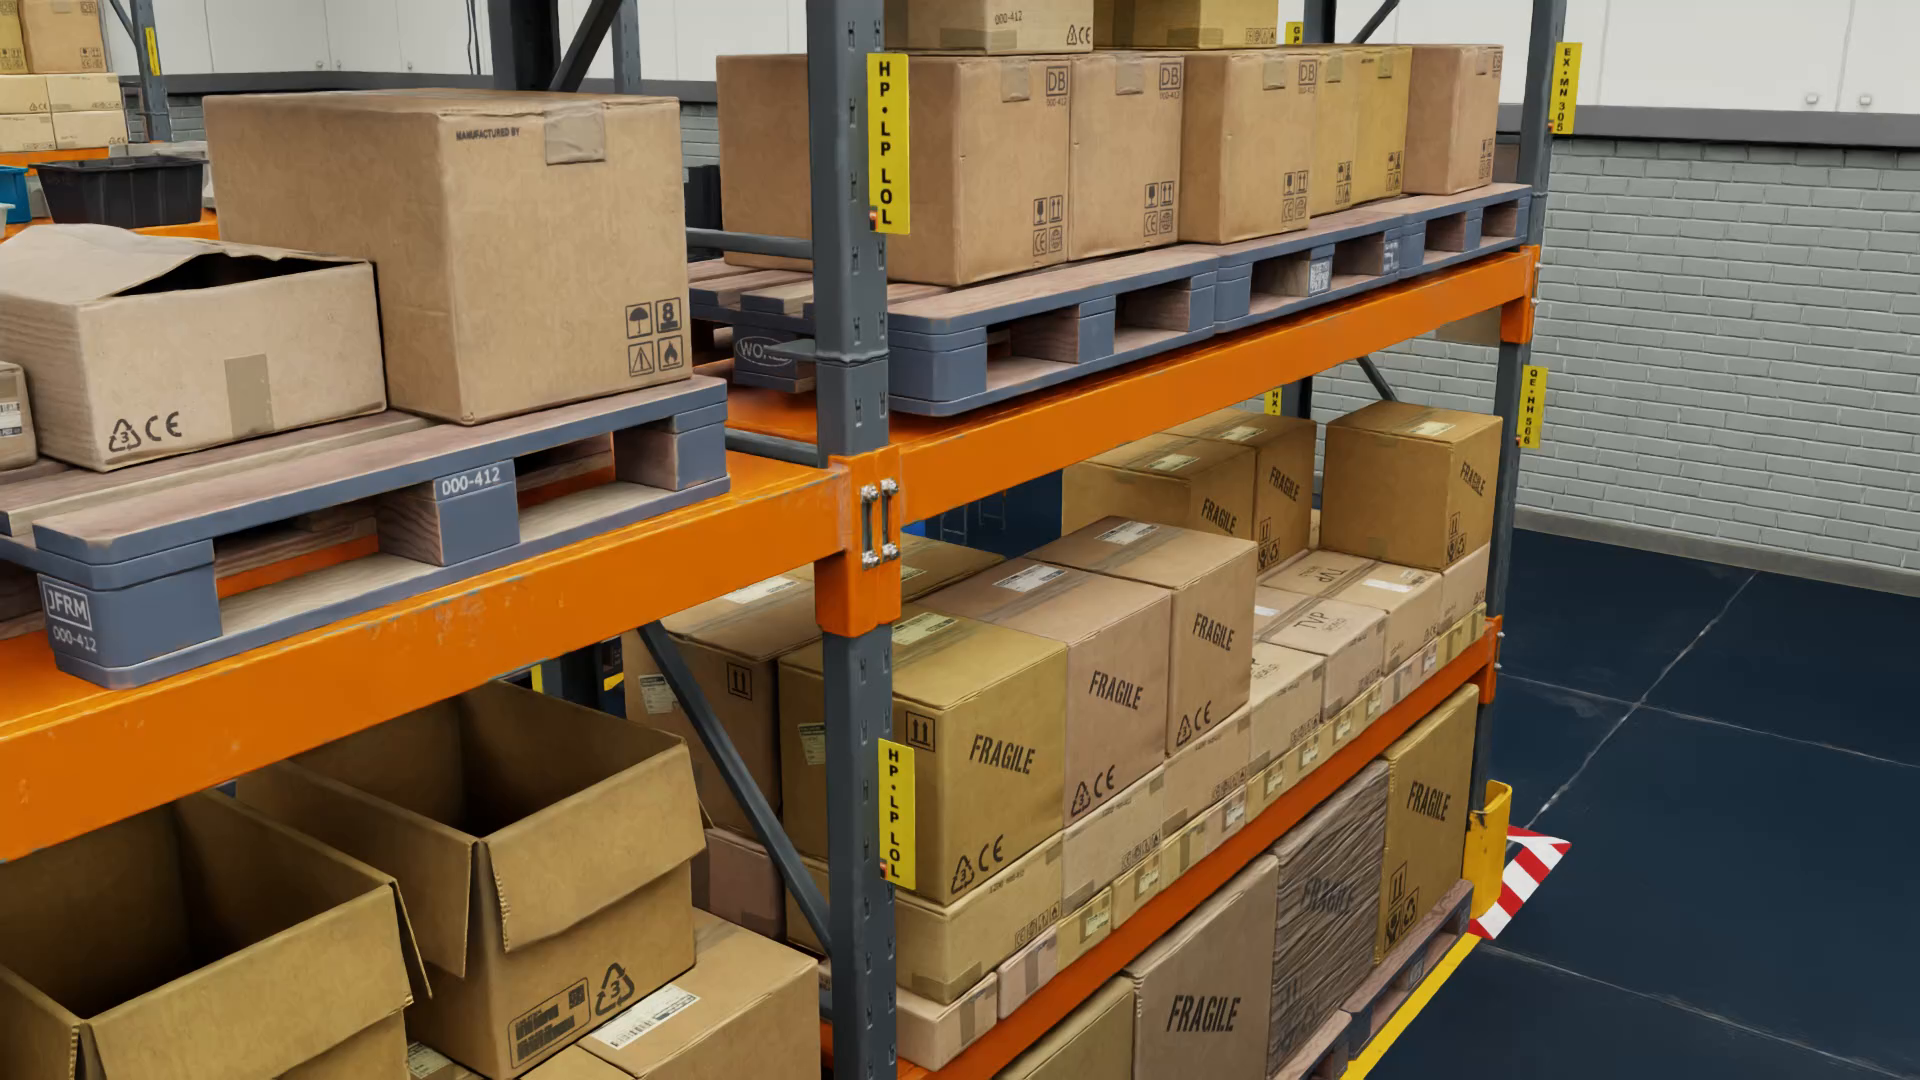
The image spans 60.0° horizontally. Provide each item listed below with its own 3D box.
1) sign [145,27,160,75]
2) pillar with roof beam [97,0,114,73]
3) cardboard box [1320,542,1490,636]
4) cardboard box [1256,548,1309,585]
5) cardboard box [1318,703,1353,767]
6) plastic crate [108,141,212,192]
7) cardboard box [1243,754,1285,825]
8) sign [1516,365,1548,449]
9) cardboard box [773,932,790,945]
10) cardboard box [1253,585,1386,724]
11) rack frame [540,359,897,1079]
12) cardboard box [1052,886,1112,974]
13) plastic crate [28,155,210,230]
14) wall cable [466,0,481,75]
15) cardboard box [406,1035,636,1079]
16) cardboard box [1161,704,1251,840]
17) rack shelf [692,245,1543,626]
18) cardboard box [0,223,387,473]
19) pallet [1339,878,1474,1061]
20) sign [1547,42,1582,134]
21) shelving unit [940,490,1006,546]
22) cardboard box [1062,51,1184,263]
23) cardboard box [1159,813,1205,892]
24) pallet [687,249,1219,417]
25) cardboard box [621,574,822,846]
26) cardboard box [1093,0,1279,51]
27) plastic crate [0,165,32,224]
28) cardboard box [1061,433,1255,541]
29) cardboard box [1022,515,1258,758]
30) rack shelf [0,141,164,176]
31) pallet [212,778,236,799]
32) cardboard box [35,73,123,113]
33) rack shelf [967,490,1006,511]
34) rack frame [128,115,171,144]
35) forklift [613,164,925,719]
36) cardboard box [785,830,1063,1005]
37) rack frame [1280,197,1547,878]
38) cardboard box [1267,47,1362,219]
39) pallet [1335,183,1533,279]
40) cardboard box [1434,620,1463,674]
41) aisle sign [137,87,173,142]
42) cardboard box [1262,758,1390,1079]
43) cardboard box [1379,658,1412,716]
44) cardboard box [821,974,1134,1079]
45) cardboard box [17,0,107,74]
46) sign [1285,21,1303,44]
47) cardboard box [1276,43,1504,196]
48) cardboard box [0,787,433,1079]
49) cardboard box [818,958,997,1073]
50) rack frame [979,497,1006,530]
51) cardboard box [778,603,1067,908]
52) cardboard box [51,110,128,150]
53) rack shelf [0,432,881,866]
[{"bbox_3d":[-5.714,-3.457,11.767,0.100,0.325,0.005,12,21,35],"label":"sign"},{"bbox_3d":[-5.757,-5.479,14.714,9.100,9.000,0.400,12,21,35],"label":"pillar with roof beam"},{"bbox_3d":[1.730,0.139,6.490,0.500,0.250,0.500,12,21,34],"label":"cardboard box"},{"bbox_3d":[0.999,0.168,6.396,0.500,0.250,0.500,12,21,34],"label":"cardboard box"},{"bbox_3d":[1.097,0.615,5.628,0.380,0.149,0.250,13,21,35],"label":"cardboard box"},{"bbox_3d":[-3.740,-1.731,7.901,0.437,0.282,0.530,12,21,35],"label":"plastic crate"},{"bbox_3d":[0.794,0.736,5.238,0.380,0.149,0.250,12,21,33],"label":"cardboard box"},{"bbox_3d":[2.234,-0.520,6.508,0.100,0.325,0.005,12,21,35],"label":"sign"},{"bbox_3d":[-0.659,0.989,4.424,0.380,0.149,0.250,13,21,35],"label":"cardboard box"},{"bbox_3d":[1.125,0.381,5.711,0.500,0.250,0.500,12,21,33],"label":"cardboard box"},{"bbox_3d":[-0.577,1.000,3.967,1.000,3.000,0.127,12,21,35],"label":"rack frame"},{"bbox_3d":[0.179,0.983,4.445,0.380,0.149,0.250,13,22,36],"label":"cardboard box"},{"bbox_3d":[-3.595,-1.493,7.156,0.497,0.269,0.590,12,21,35],"label":"plastic crate"},{"bbox_3d":[-6.471,-5.245,19.196,3.097,2.526,0.112,12,21,35],"label":"wall cable"},{"bbox_3d":[-0.937,1.228,3.062,0.500,0.500,0.500,13,22,36],"label":"cardboard box"},{"bbox_3d":[0.517,0.622,4.935,0.500,0.250,0.500,13,22,36],"label":"cardboard box"},{"bbox_3d":[0.614,-0.566,5.162,1.077,0.370,4.000,12,21,35],"label":"rack shelf"},{"bbox_3d":[-1.303,-0.345,2.683,0.500,0.311,0.500,12,21,33],"label":"cardboard box"},{"bbox_3d":[1.392,1.583,6.790,1.003,0.211,1.213,12,21,35],"label":"pallet"},{"bbox_3d":[2.234,-1.671,6.151,0.100,0.325,0.005,12,21,35],"label":"sign"},{"bbox_3d":[0.099,-0.612,12.193,0.258,1.200,0.503,12,21,35],"label":"shelving unit"},{"bbox_3d":[0.165,-1.053,4.474,0.700,0.500,0.500,14,22,37],"label":"cardboard box"},{"bbox_3d":[0.487,0.859,4.844,0.380,0.149,0.250,12,21,34],"label":"cardboard box"},{"bbox_3d":[-0.081,-0.583,4.157,1.003,0.211,1.213,12,21,35],"label":"pallet"},{"bbox_3d":[-0.518,0.414,4.338,0.500,0.500,0.500,13,22,36],"label":"cardboard box"},{"bbox_3d":[0.594,-1.560,4.843,0.500,0.250,0.500,12,21,33],"label":"cardboard box"},{"bbox_3d":[-4.269,-1.501,7.245,0.416,0.233,0.300,12,21,35],"label":"plastic crate"},{"bbox_3d":[0.701,-0.071,5.903,0.500,0.500,0.500,12,21,33],"label":"cardboard box"},{"bbox_3d":[0.519,0.262,4.831,0.500,0.500,0.500,12,21,33],"label":"cardboard box"},{"bbox_3d":[-7.339,-2.317,10.802,1.077,0.370,4.000,12,21,35],"label":"rack shelf"},{"bbox_3d":[-4.148,1.274,7.785,1.003,0.211,1.213,12,21,35],"label":"pallet"},{"bbox_3d":[-6.249,-3.137,11.639,0.500,0.250,0.500,12,21,35],"label":"cardboard box"},{"bbox_3d":[0.099,-0.359,12.272,0.258,0.148,0.480,12,21,35],"label":"rack shelf"},{"bbox_3d":[-6.148,-1.704,12.674,1.000,3.000,0.127,12,21,35],"label":"rack frame"},{"bbox_3d":[-1.136,-0.377,8.516,1.130,2.935,3.031,6,18,17],"label":"forklift"},{"bbox_3d":[-0.087,0.864,4.156,0.500,0.250,0.500,12,21,34],"label":"cardboard box"},{"bbox_3d":[1.806,0.047,7.035,1.000,3.000,0.127,12,21,35],"label":"rack frame"},{"bbox_3d":[0.838,-1.304,5.281,0.700,0.500,0.500,11,20,31],"label":"cardboard box"},{"bbox_3d":[1.372,-1.165,6.028,1.003,0.211,1.213,12,21,35],"label":"pallet"},{"bbox_3d":[1.705,0.372,6.411,0.380,0.149,0.250,13,21,35],"label":"cardboard box"},{"bbox_3d":[-5.861,-2.908,12.167,0.394,0.787,0.004,12,21,35],"label":"aisle sign"},{"bbox_3d":[0.947,1.244,6.053,0.875,0.875,0.875,12,21,35],"label":"cardboard box"},{"bbox_3d":[1.404,0.491,6.027,0.380,0.149,0.250,13,21,36],"label":"cardboard box"},{"bbox_3d":[-0.120,1.671,4.680,0.875,0.875,0.875,12,21,35],"label":"cardboard box"},{"bbox_3d":[-6.441,-3.537,11.663,0.700,0.500,0.500,12,21,35],"label":"cardboard box"},{"bbox_3d":[1.364,-1.940,6.769,0.100,0.325,0.005,12,21,35],"label":"sign"},{"bbox_3d":[1.539,-1.548,6.068,0.700,0.500,0.500,11,20,31],"label":"cardboard box"},{"bbox_3d":[-1.370,0.788,2.789,0.797,0.503,0.637,13,21,35],"label":"cardboard box"},{"bbox_3d":[-0.134,1.108,4.042,0.380,0.149,0.250,12,21,35],"label":"cardboard box"},{"bbox_3d":[0.244,-0.671,12.380,0.240,1.200,0.015,12,21,35],"label":"rack frame"},{"bbox_3d":[-0.087,0.502,4.055,0.500,0.500,0.500,12,21,35],"label":"cardboard box"},{"bbox_3d":[-6.242,-2.896,11.708,0.500,0.250,0.500,12,21,35],"label":"cardboard box"},{"bbox_3d":[-1.769,0.387,2.095,1.077,0.370,4.000,12,21,35],"label":"rack shelf"}]
